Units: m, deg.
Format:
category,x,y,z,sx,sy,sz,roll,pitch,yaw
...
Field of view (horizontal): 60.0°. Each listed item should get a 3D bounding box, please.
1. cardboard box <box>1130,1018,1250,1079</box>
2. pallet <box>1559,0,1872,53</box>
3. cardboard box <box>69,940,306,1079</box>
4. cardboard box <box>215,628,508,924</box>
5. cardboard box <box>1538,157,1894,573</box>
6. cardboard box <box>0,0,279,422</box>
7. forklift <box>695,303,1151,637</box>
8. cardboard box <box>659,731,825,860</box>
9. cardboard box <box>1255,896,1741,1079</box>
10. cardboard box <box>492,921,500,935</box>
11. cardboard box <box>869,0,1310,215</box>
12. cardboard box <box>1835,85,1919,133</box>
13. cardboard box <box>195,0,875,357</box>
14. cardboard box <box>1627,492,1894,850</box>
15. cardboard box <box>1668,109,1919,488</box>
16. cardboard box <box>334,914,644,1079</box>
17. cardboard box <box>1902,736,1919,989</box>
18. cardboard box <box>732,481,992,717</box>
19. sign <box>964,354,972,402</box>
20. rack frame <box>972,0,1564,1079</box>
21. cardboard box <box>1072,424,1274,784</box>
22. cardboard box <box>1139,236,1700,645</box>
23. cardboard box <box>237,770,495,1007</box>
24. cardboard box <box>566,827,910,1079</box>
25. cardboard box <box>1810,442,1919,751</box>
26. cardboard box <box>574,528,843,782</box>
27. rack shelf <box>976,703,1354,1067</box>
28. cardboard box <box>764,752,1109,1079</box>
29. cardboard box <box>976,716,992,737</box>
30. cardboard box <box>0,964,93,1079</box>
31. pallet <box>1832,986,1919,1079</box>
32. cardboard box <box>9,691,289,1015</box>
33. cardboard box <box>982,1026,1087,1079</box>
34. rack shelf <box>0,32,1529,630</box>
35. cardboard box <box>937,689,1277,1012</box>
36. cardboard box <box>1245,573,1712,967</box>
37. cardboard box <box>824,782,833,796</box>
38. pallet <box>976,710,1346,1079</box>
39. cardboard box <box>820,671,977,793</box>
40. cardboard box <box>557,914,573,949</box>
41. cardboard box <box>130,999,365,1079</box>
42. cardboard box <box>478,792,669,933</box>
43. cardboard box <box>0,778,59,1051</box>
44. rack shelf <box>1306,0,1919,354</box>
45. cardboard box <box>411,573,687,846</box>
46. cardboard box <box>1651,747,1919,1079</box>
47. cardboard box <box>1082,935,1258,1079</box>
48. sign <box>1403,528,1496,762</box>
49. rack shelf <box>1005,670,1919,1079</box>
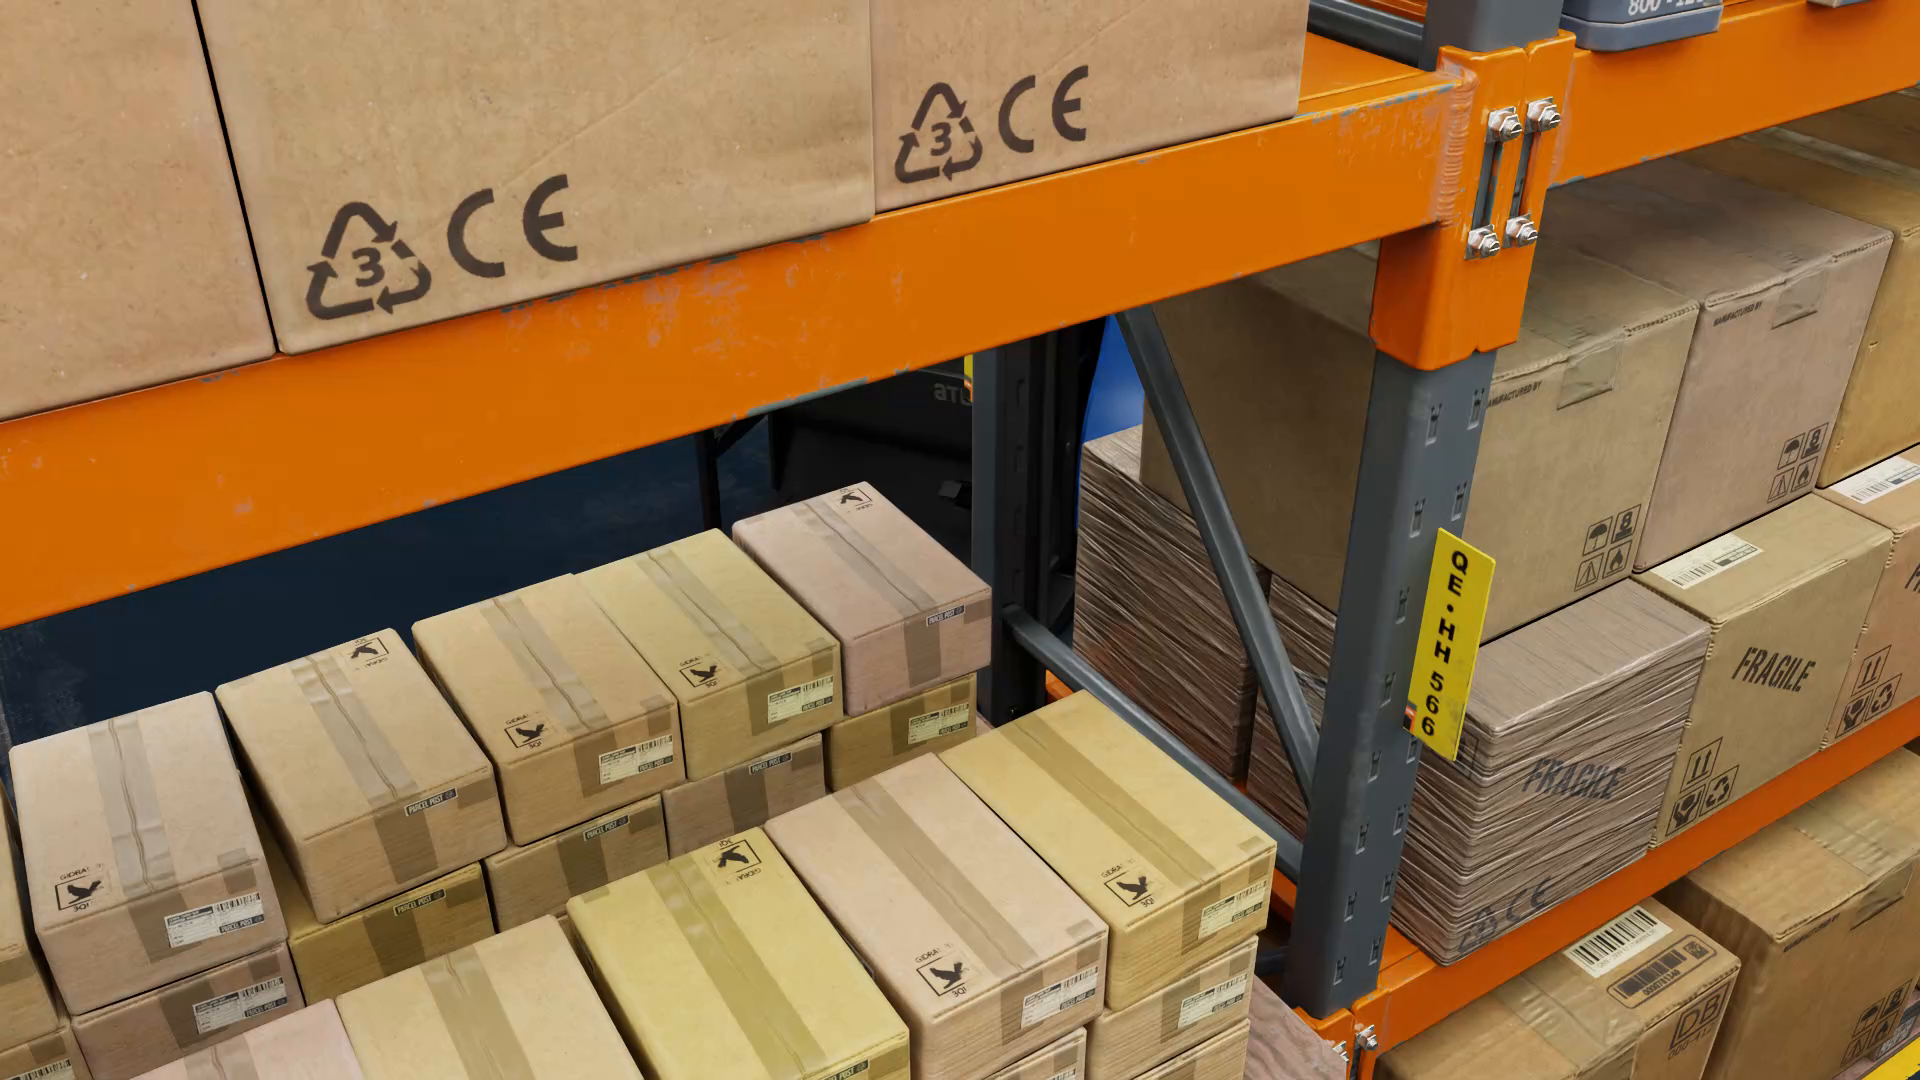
category,x,y,z,sx,sy,sz,roll,pitch,yaw
cardboard box,0.175,0.635,2.274,0.250,0.149,0.380,-18,37,-27
pallet,0.853,-1.041,2.455,1.003,0.211,1.213,-17,36,-25
cardboard box,-1.046,0.512,2.189,0.250,0.149,0.380,-19,37,-27
cardboard box,-0.809,0.305,2.239,0.250,0.149,0.380,-21,38,-29
cardboard box,1.148,-0.380,3.010,0.500,0.500,0.700,-20,37,-28
cardboard box,-0.838,-0.382,1.138,0.500,0.500,0.500,-19,37,-27
forklift,-0.246,-0.898,4.926,1.130,2.935,3.031,13,35,20
cardboard box,-0.401,0.289,2.543,0.250,0.149,0.380,-17,36,-25
cardboard box,0.901,0.995,3.575,0.750,0.750,1.050,-20,37,-28
cardboard box,-0.823,0.559,2.394,0.250,0.149,0.380,-17,36,-25
cardboard box,-0.002,-0.675,1.603,0.500,0.500,0.500,-19,37,-27
cardboard box,2.007,-0.677,3.481,0.500,0.500,0.700,-19,37,-28
cardboard box,-0.415,-0.524,1.364,0.500,0.500,0.500,-19,37,-27
cardboard box,1.290,0.158,3.094,0.500,0.500,0.500,-19,37,-28
cardboard box,1.578,-0.529,3.247,0.500,0.500,0.700,-20,37,-28
cardboard box,-0.478,0.608,1.759,0.250,0.149,0.380,-18,36,-26
cardboard box,2.417,0.472,4.406,0.750,0.750,1.050,-19,37,-27
cardboard box,-0.157,0.082,2.592,0.250,0.149,0.380,-19,37,-27
sign,0.037,-0.380,2.956,0.005,0.325,0.100,-19,37,-27
rack frame,0.342,0.359,2.870,0.053,2.616,0.949,-19,37,-27
cardboard box,0.574,0.064,3.243,0.500,0.500,0.500,-19,37,-27
cardboard box,0.723,-0.233,2.777,0.500,0.500,0.700,-19,37,-28
cardboard box,-0.836,0.441,2.303,0.250,0.149,0.380,-19,37,-27
cardboard box,-0.256,0.529,1.884,0.250,0.149,0.380,-18,36,-26
cardboard box,1.714,0.012,3.325,0.500,0.500,0.500,-19,37,-27
cardboard box,-0.377,0.160,2.469,0.250,0.149,0.380,-20,37,-29
rack shelf,-1.341,1.240,2.148,4.000,0.370,1.077,-19,37,-27
cardboard box,-0.035,0.453,2.004,0.250,0.149,0.380,-19,37,-28
cardboard box,-0.145,0.325,2.766,0.250,0.149,0.380,-20,37,-28
cardboard box,-1.256,0.583,2.078,0.250,0.149,0.380,-19,37,-28
pallet,2.068,0.992,4.479,1.213,0.211,1.003,-19,37,-27
cardboard box,-1.035,0.384,2.114,0.250,0.149,0.380,-17,36,-25
cardboard box,-0.052,0.585,2.074,0.250,0.149,0.380,-18,36,-26
rack shelf,-1.341,-0.029,1.347,4.000,0.370,1.077,-19,37,-27
cardboard box,0.177,0.382,2.118,0.250,0.149,0.380,-21,38,-29
cardboard box,0.864,0.306,2.859,0.500,0.500,0.500,-19,37,-27
cardboard box,-0.371,0.402,2.643,0.250,0.149,0.380,-17,36,-25
pallet,-0.201,0.692,2.521,1.003,0.211,1.213,-19,37,-27
cardboard box,-0.174,0.210,2.669,0.250,0.149,0.380,-17,36,-25
cardboard box,-0.597,0.480,2.519,0.250,0.149,0.380,-17,36,-25
cardboard box,-0.684,0.675,1.653,0.250,0.149,0.380,-19,37,-27
cardboard box,-0.624,0.368,2.419,0.250,0.149,0.380,-20,37,-29
cardboard box,-1.257,0.462,1.991,0.250,0.149,0.380,-18,36,-26
rack shelf,2.021,-1.185,3.180,4.000,0.370,1.077,-19,37,-27
cardboard box,-0.586,0.229,2.360,0.250,0.149,0.380,-19,37,-28
cardboard box,1.634,0.741,3.978,0.750,0.750,1.050,-18,37,-27
cardboard box,0.172,0.507,2.198,0.250,0.149,0.380,-18,37,-26
sign,0.642,0.142,2.203,0.005,0.325,0.100,-19,37,-27
rack shelf,2.021,0.083,3.981,4.000,0.370,1.077,-19,37,-27
